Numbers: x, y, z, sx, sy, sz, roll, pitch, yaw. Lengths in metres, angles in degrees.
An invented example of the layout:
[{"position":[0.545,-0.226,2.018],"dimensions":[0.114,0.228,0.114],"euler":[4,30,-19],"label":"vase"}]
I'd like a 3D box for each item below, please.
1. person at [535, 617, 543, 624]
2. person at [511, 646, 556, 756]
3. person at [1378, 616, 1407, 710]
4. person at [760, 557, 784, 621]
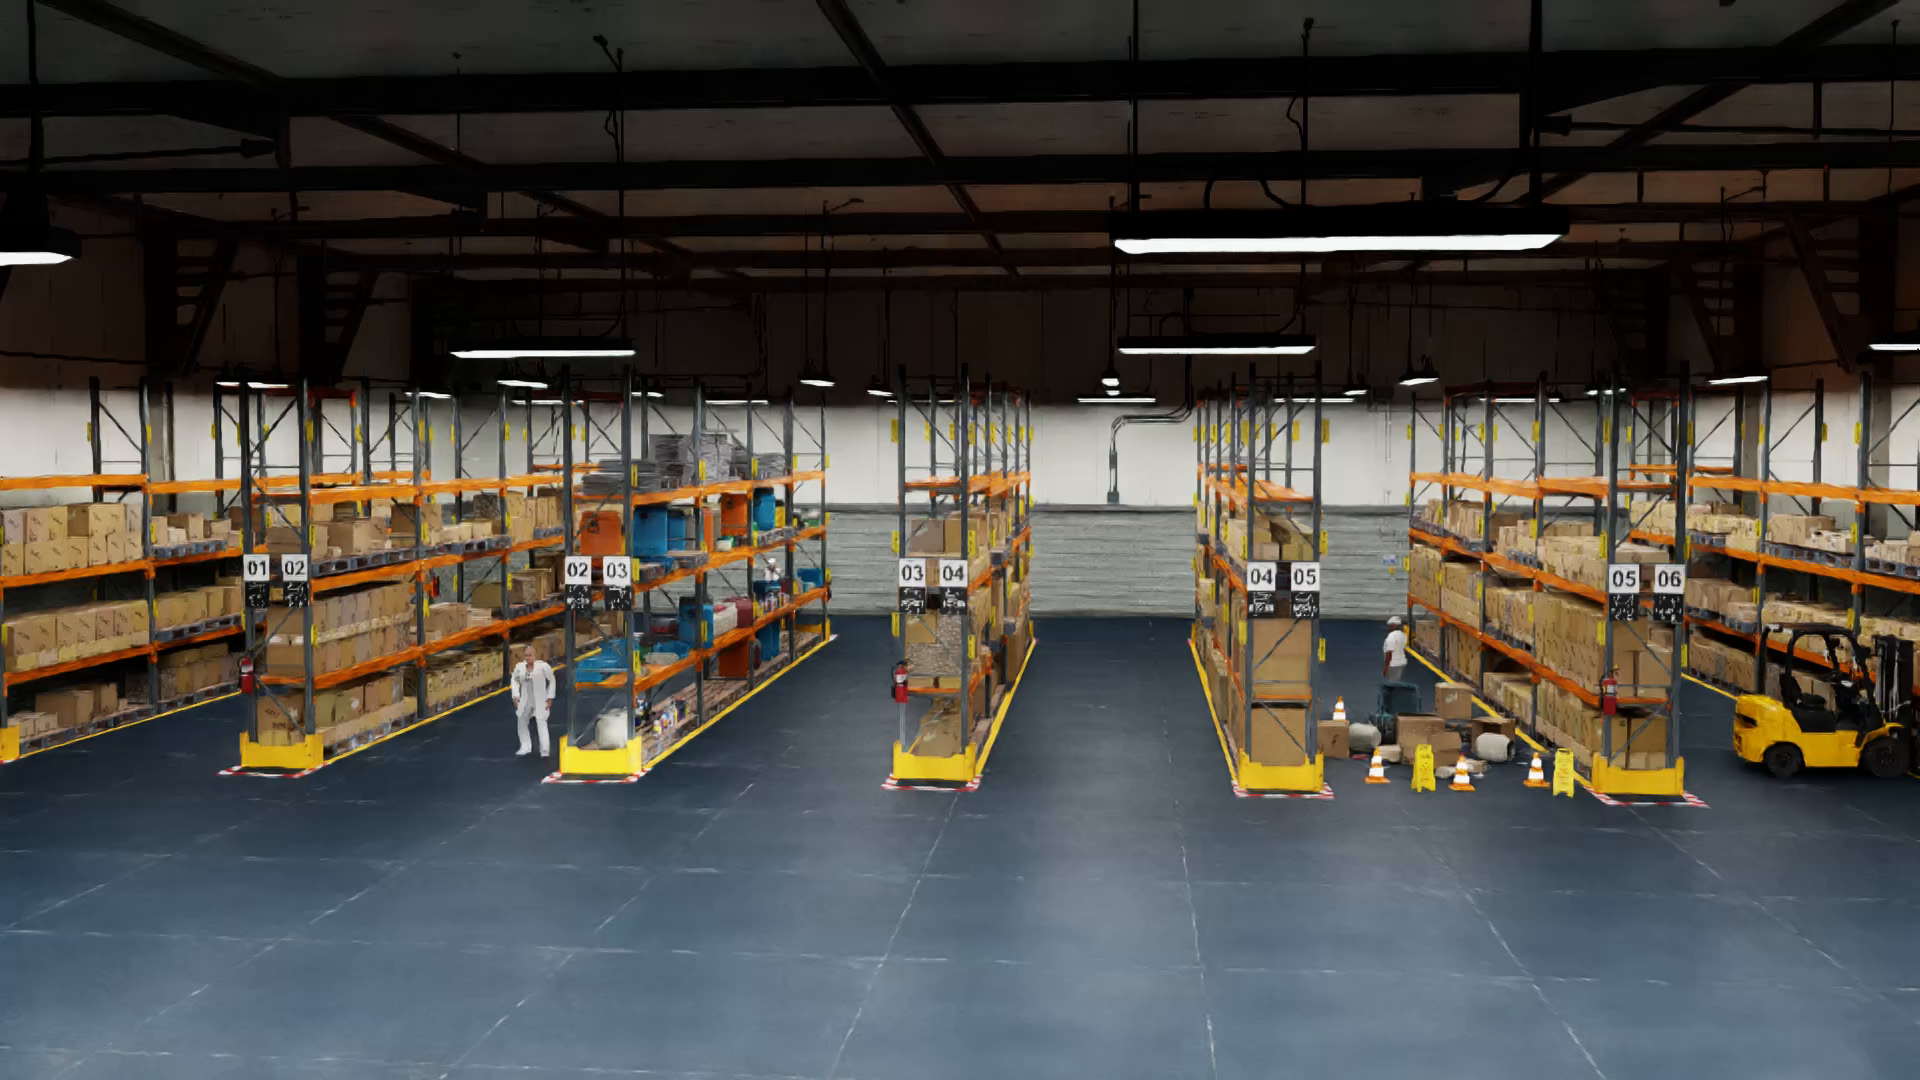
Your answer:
[{"position":[-10.331,1.562,40.532],"dimensions":[0.544,1.652,0.558],"euler":[2,4,33],"label":"person"},{"position":[-6.597,2.490,25.730],"dimensions":[0.729,1.732,0.541],"euler":[0,4,6],"label":"person"},{"position":[7.670,2.216,29.463],"dimensions":[0.573,1.764,0.669],"euler":[3,4,34],"label":"person"},{"position":[-4.969,1.317,44.137],"dimensions":[0.677,1.725,0.574],"euler":[0,4,4],"label":"person"}]
